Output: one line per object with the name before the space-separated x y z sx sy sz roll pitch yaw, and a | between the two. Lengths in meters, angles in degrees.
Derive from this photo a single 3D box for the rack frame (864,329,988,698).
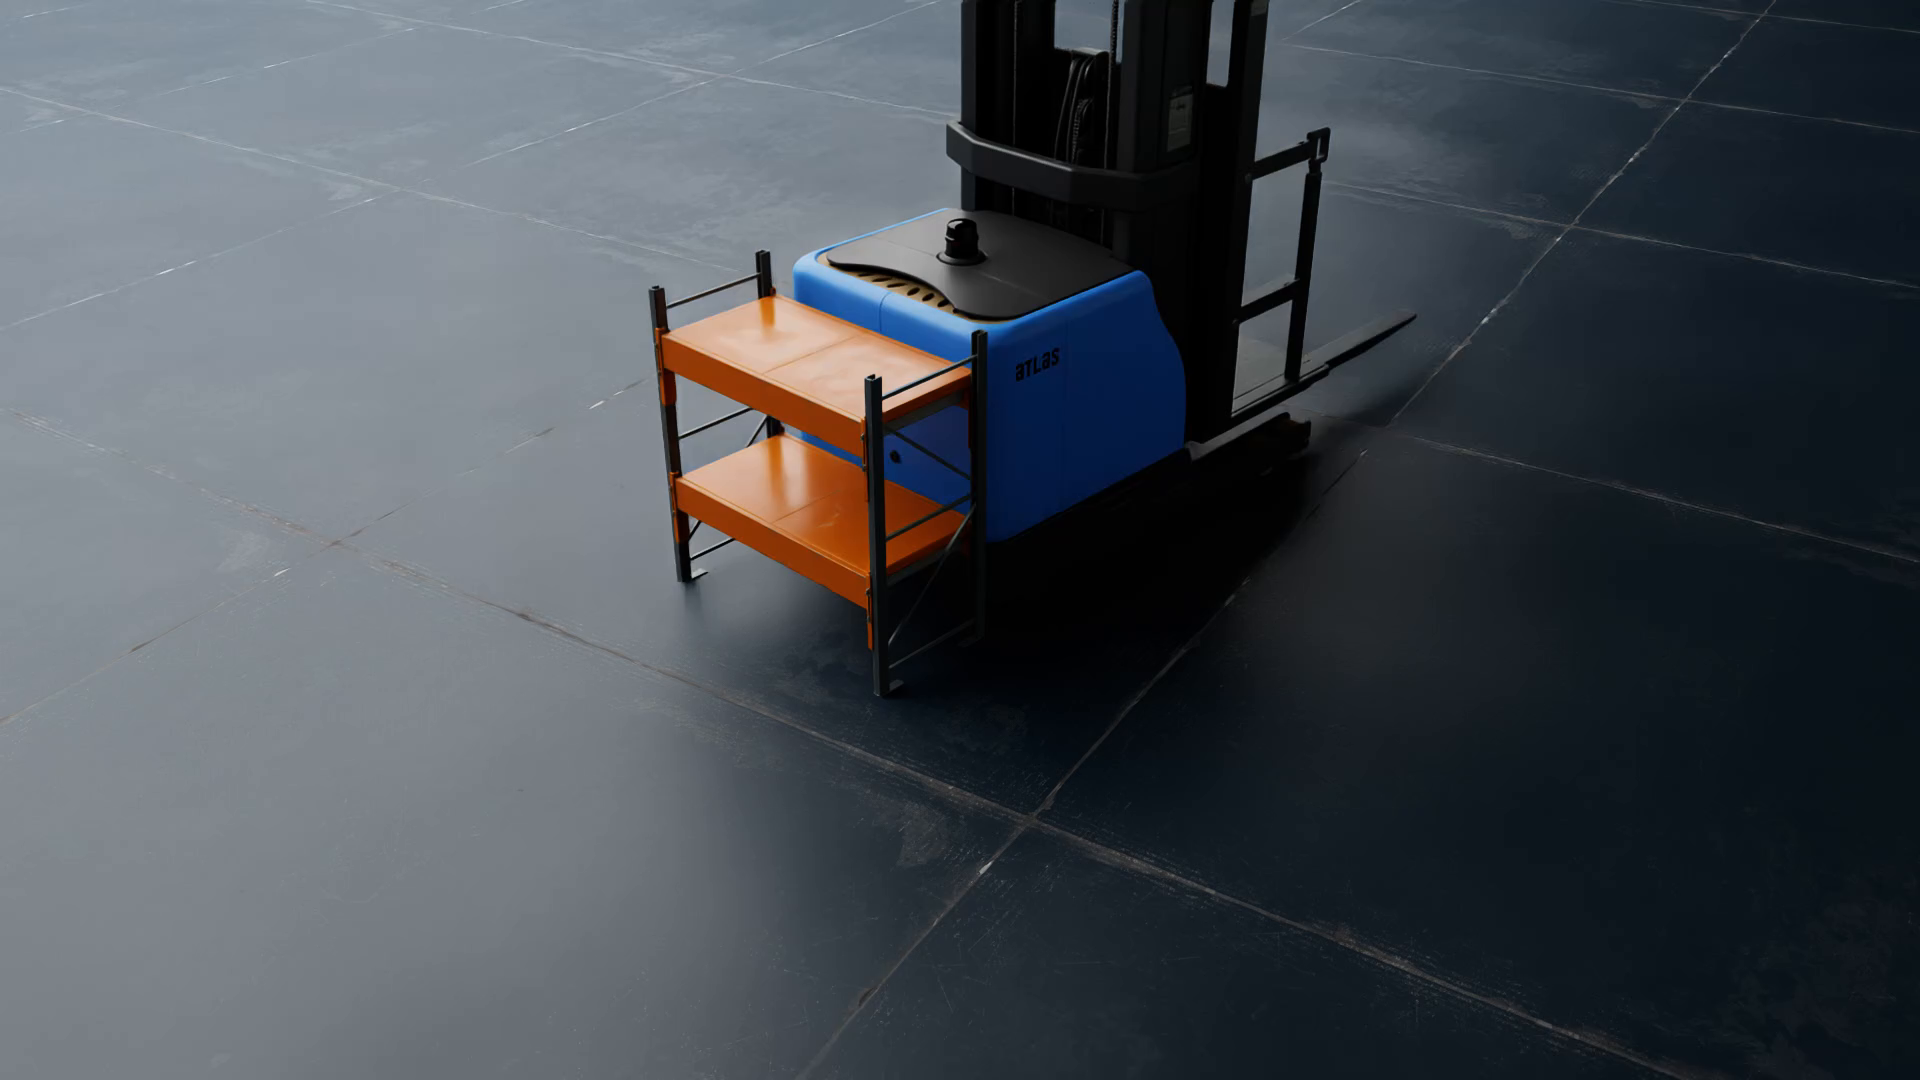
rack frame | -0.097 -0.071 5.255 0.032 1.125 0.500 25 39 36

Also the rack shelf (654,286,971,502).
rack shelf | -0.466 -0.499 5.409 1.000 0.278 0.538 25 39 36

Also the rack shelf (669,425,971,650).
rack shelf | -0.466 -0.035 5.680 1.000 0.278 0.538 25 39 36

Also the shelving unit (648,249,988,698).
shelving unit | -0.466 -0.247 5.556 1.048 1.125 0.538 25 39 36

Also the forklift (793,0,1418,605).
forklift | 0.790 -1.685 6.230 1.130 2.935 3.031 26 39 37

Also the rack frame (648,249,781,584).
rack frame | -0.836 -0.423 5.858 0.032 1.125 0.500 25 39 36
